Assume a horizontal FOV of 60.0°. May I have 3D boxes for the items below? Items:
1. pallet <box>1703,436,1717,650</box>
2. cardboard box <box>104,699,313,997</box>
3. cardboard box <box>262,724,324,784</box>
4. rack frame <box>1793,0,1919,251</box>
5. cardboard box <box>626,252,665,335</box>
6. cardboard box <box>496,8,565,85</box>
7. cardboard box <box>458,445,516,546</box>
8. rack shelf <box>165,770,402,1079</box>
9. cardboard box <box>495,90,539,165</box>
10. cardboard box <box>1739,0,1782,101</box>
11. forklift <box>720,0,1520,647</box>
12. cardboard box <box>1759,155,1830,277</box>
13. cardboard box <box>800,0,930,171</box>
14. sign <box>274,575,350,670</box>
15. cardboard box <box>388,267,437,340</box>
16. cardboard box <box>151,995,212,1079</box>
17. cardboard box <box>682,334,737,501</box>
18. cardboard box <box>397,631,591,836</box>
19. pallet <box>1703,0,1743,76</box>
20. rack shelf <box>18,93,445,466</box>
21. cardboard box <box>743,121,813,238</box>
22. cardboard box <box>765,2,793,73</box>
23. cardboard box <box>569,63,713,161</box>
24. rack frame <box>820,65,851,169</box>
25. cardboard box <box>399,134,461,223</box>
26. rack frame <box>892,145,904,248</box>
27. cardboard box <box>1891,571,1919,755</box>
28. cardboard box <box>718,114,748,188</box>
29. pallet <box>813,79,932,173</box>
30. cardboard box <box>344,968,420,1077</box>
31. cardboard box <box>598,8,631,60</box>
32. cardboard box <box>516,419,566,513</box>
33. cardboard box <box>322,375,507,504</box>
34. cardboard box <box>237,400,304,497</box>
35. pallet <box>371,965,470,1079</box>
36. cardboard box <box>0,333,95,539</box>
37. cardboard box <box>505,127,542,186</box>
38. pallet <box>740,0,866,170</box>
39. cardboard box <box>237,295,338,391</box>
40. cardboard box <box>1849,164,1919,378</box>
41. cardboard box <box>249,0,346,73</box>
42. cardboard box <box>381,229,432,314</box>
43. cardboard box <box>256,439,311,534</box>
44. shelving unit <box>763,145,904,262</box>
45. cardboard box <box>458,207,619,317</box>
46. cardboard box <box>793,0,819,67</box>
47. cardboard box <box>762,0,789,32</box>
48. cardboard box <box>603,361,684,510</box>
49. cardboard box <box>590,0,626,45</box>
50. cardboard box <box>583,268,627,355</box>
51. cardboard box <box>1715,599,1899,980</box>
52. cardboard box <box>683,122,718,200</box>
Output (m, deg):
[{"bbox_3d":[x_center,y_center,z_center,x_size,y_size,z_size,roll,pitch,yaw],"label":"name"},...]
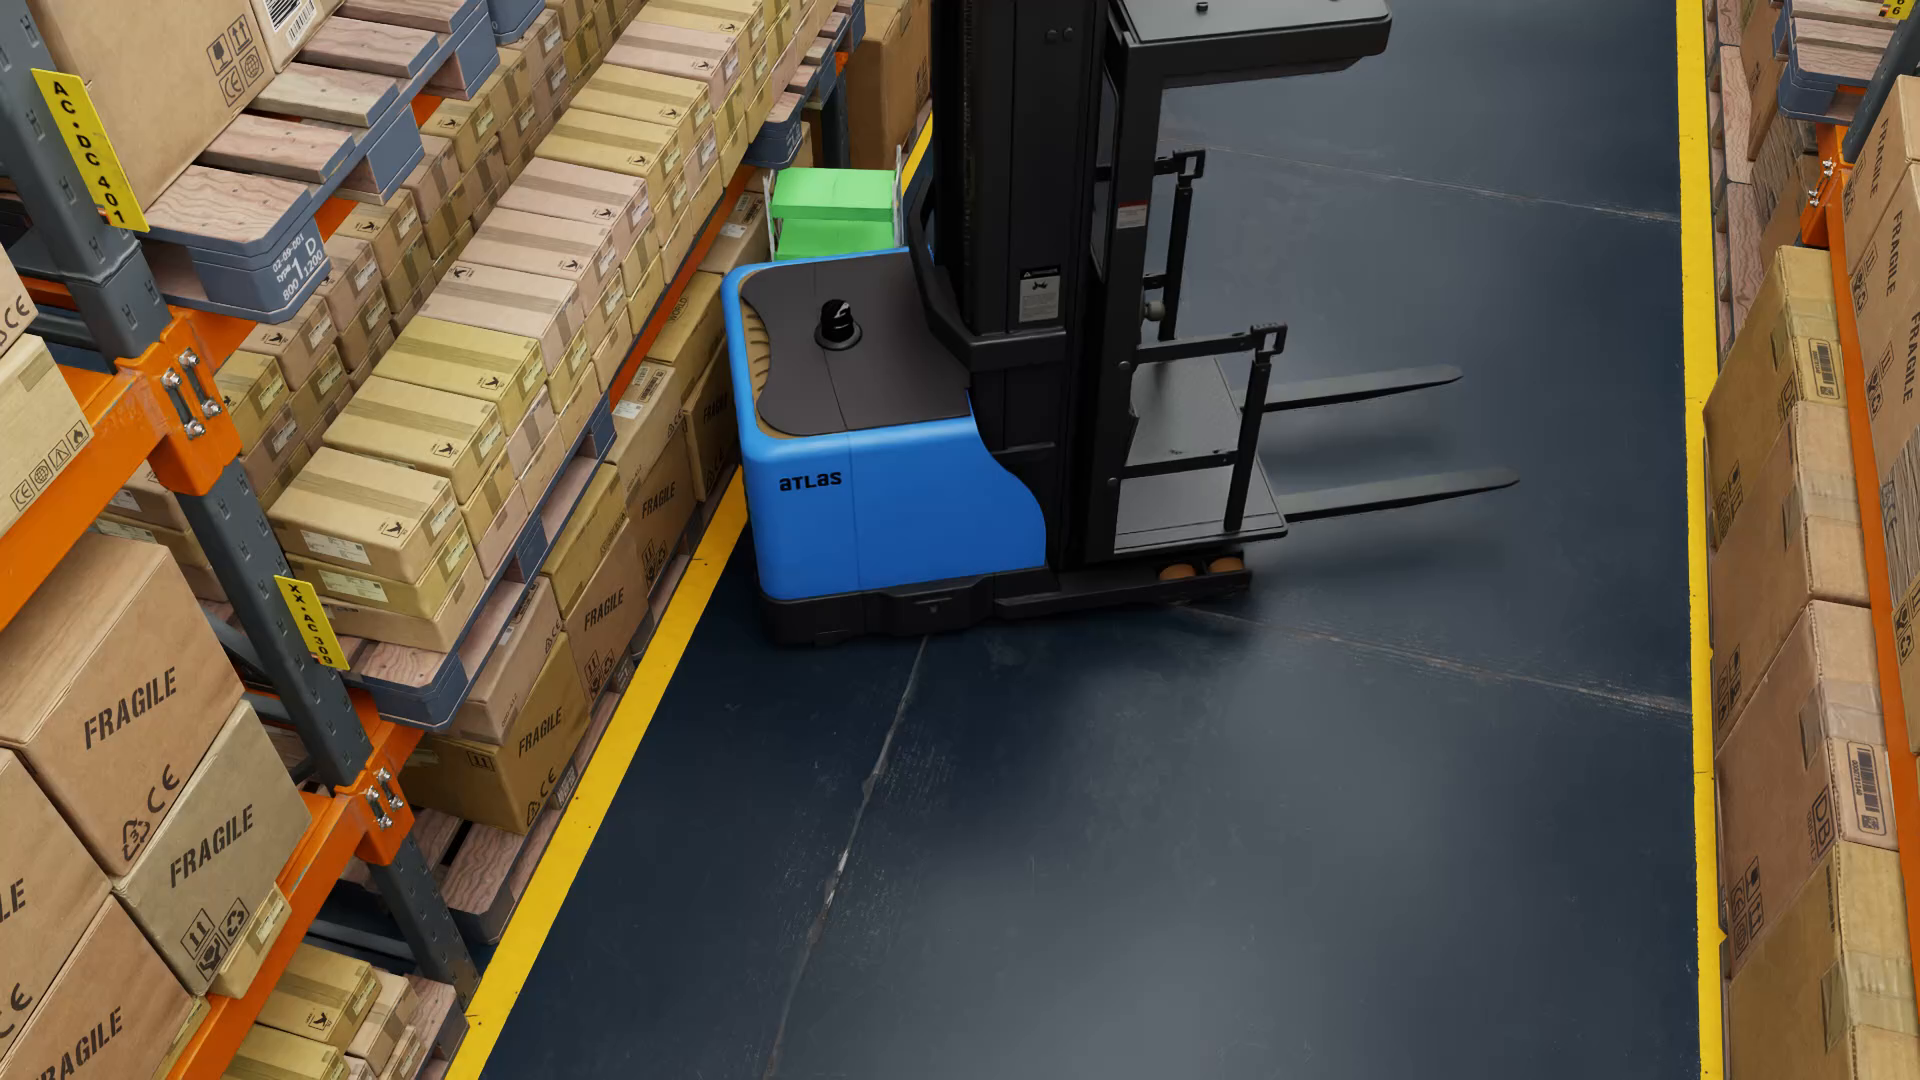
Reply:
[{"bbox_3d":[3.479,0.019,6.511,1.003,0.211,1.213,12,50,10],"label":"pallet"},{"bbox_3d":[-1.907,0.657,3.824,0.500,0.500,0.500,12,50,10],"label":"cardboard box"},{"bbox_3d":[-2.100,0.486,5.627,0.500,0.500,0.500,11,49,9],"label":"cardboard box"},{"bbox_3d":[3.759,-1.459,5.956,1.000,3.000,0.127,12,50,10],"label":"rack frame"},{"bbox_3d":[-1.166,-0.813,5.273,0.380,0.149,0.250,11,49,9],"label":"cardboard box"},{"bbox_3d":[-1.585,-1.708,5.667,0.380,0.149,0.250,14,50,12],"label":"cardboard box"},{"bbox_3d":[-1.439,-0.154,4.493,0.380,0.149,0.250,11,49,9],"label":"cardboard box"},{"bbox_3d":[-2.579,2.067,3.323,1.077,0.370,4.000,12,50,10],"label":"rack shelf"},{"bbox_3d":[-1.658,-1.423,5.613,0.380,0.149,0.250,11,50,10],"label":"cardboard box"},{"bbox_3d":[4.339,-2.485,8.235,0.700,0.500,0.500,8,49,7],"label":"cardboard box"},{"bbox_3d":[0.670,-1.107,5.691,3.031,2.935,1.130,-8,49,-7],"label":"forklift"},{"bbox_3d":[3.916,-1.266,7.159,0.700,0.500,0.500,9,49,8],"label":"cardboard box"},{"bbox_3d":[-0.752,-2.328,7.943,1.050,0.750,0.750,11,49,10],"label":"cardboard box"},{"bbox_3d":[-1.527,0.198,3.916,0.100,0.325,0.005,12,50,10],"label":"sign"},{"bbox_3d":[-1.869,-0.751,5.218,0.380,0.149,0.250,10,49,8],"label":"cardboard box"},{"bbox_3d":[-1.992,1.108,3.858,0.380,0.149,0.250,13,50,12],"label":"cardboard box"},{"bbox_3d":[-1.184,-0.534,6.527,0.500,0.500,0.500,10,49,8],"label":"cardboard box"},{"bbox_3d":[-1.602,0.589,5.536,0.500,0.500,0.500,13,50,11],"label":"cardboard box"},{"bbox_3d":[4.608,-2.866,9.057,1.003,0.211,1.213,12,50,10],"label":"pallet"},{"bbox_3d":[-1.526,-1.819,4.752,1.077,0.370,4.000,12,50,10],"label":"rack shelf"},{"bbox_3d":[-0.927,-1.524,6.900,0.500,0.250,0.500,11,49,9],"label":"cardboard box"},{"bbox_3d":[-0.826,-1.833,5.975,0.380,0.149,0.250,13,50,11],"label":"cardboard box"},{"bbox_3d":[-1.029,-1.384,5.380,0.380,0.149,0.250,14,50,12],"label":"cardboard box"},{"bbox_3d":[-0.999,-2.511,6.884,1.000,3.000,0.127,12,50,10],"label":"rack frame"},{"bbox_3d":[-1.791,-1.142,5.166,0.380,0.149,0.250,10,49,8],"label":"cardboard box"},{"bbox_3d":[-0.243,-1.036,6.783,0.015,1.200,0.240,2,49,2],"label":"rack frame"},{"bbox_3d":[2.834,0.273,4.360,0.500,0.500,0.500,11,49,10],"label":"cardboard box"},{"bbox_3d":[-0.959,-1.379,5.773,0.380,0.149,0.250,10,49,8],"label":"cardboard box"},{"bbox_3d":[-0.719,-2.143,8.420,1.003,0.211,1.213,12,50,10],"label":"pallet"},{"bbox_3d":[-1.828,1.379,4.874,0.380,0.149,0.250,12,50,11],"label":"cardboard box"},{"bbox_3d":[-1.453,-1.893,6.227,0.380,0.149,0.250,14,50,12],"label":"cardboard box"},{"bbox_3d":[-1.368,-0.249,4.776,0.380,0.149,0.250,12,50,10],"label":"cardboard box"},{"bbox_3d":[-1.437,-0.267,4.395,0.380,0.149,0.250,13,50,11],"label":"cardboard box"},{"bbox_3d":[-2.070,-0.289,4.613,0.380,0.149,0.250,12,50,10],"label":"cardboard box"},{"bbox_3d":[-2.195,1.798,4.941,1.003,0.211,1.213,12,50,10],"label":"pallet"},{"bbox_3d":[-1.921,-0.152,2.902,0.500,0.250,0.500,13,50,11],"label":"cardboard box"},{"bbox_3d":[-1.659,-1.323,5.724,0.380,0.149,0.250,12,50,11],"label":"cardboard box"},{"bbox_3d":[-1.084,-1.911,6.482,1.213,0.211,1.003,12,50,10],"label":"pallet"},{"bbox_3d":[-1.995,-0.580,4.671,0.380,0.149,0.250,10,49,9],"label":"cardboard box"},{"bbox_3d":[3.235,-0.820,5.326,0.500,0.500,0.500,10,49,9],"label":"cardboard box"},{"bbox_3d":[-1.618,-1.315,3.607,0.500,0.311,0.500,11,49,10],"label":"cardboard box"},{"bbox_3d":[-1.864,-0.855,5.112,0.380,0.149,0.250,9,49,8],"label":"cardboard box"},{"bbox_3d":[-2.071,-0.188,4.721,0.380,0.149,0.250,12,50,10],"label":"cardboard box"},{"bbox_3d":[-0.487,-1.046,6.792,0.503,1.200,0.258,2,49,2],"label":"shelving unit"},{"bbox_3d":[-1.232,-0.817,4.880,0.380,0.149,0.250,11,50,10],"label":"cardboard box"},{"bbox_3d":[-0.753,-1.940,6.268,0.380,0.149,0.250,11,50,10],"label":"cardboard box"},{"bbox_3d":[-0.823,-1.948,5.878,0.380,0.149,0.250,13,50,11],"label":"cardboard box"},{"bbox_3d":[-1.327,-0.413,5.920,0.500,0.250,0.500,13,50,11],"label":"cardboard box"},{"bbox_3d":[-1.457,-1.965,6.091,0.380,0.149,0.250,10,49,9],"label":"cardboard box"},{"bbox_3d":[-1.234,-0.724,4.996,0.380,0.149,0.250,13,50,12],"label":"cardboard box"},{"bbox_3d":[3.090,0.885,5.024,1.225,0.875,0.875,10,49,9],"label":"cardboard box"},{"bbox_3d":[-1.028,-1.284,5.491,0.380,0.149,0.250,13,50,11],"label":"cardboard box"}]
